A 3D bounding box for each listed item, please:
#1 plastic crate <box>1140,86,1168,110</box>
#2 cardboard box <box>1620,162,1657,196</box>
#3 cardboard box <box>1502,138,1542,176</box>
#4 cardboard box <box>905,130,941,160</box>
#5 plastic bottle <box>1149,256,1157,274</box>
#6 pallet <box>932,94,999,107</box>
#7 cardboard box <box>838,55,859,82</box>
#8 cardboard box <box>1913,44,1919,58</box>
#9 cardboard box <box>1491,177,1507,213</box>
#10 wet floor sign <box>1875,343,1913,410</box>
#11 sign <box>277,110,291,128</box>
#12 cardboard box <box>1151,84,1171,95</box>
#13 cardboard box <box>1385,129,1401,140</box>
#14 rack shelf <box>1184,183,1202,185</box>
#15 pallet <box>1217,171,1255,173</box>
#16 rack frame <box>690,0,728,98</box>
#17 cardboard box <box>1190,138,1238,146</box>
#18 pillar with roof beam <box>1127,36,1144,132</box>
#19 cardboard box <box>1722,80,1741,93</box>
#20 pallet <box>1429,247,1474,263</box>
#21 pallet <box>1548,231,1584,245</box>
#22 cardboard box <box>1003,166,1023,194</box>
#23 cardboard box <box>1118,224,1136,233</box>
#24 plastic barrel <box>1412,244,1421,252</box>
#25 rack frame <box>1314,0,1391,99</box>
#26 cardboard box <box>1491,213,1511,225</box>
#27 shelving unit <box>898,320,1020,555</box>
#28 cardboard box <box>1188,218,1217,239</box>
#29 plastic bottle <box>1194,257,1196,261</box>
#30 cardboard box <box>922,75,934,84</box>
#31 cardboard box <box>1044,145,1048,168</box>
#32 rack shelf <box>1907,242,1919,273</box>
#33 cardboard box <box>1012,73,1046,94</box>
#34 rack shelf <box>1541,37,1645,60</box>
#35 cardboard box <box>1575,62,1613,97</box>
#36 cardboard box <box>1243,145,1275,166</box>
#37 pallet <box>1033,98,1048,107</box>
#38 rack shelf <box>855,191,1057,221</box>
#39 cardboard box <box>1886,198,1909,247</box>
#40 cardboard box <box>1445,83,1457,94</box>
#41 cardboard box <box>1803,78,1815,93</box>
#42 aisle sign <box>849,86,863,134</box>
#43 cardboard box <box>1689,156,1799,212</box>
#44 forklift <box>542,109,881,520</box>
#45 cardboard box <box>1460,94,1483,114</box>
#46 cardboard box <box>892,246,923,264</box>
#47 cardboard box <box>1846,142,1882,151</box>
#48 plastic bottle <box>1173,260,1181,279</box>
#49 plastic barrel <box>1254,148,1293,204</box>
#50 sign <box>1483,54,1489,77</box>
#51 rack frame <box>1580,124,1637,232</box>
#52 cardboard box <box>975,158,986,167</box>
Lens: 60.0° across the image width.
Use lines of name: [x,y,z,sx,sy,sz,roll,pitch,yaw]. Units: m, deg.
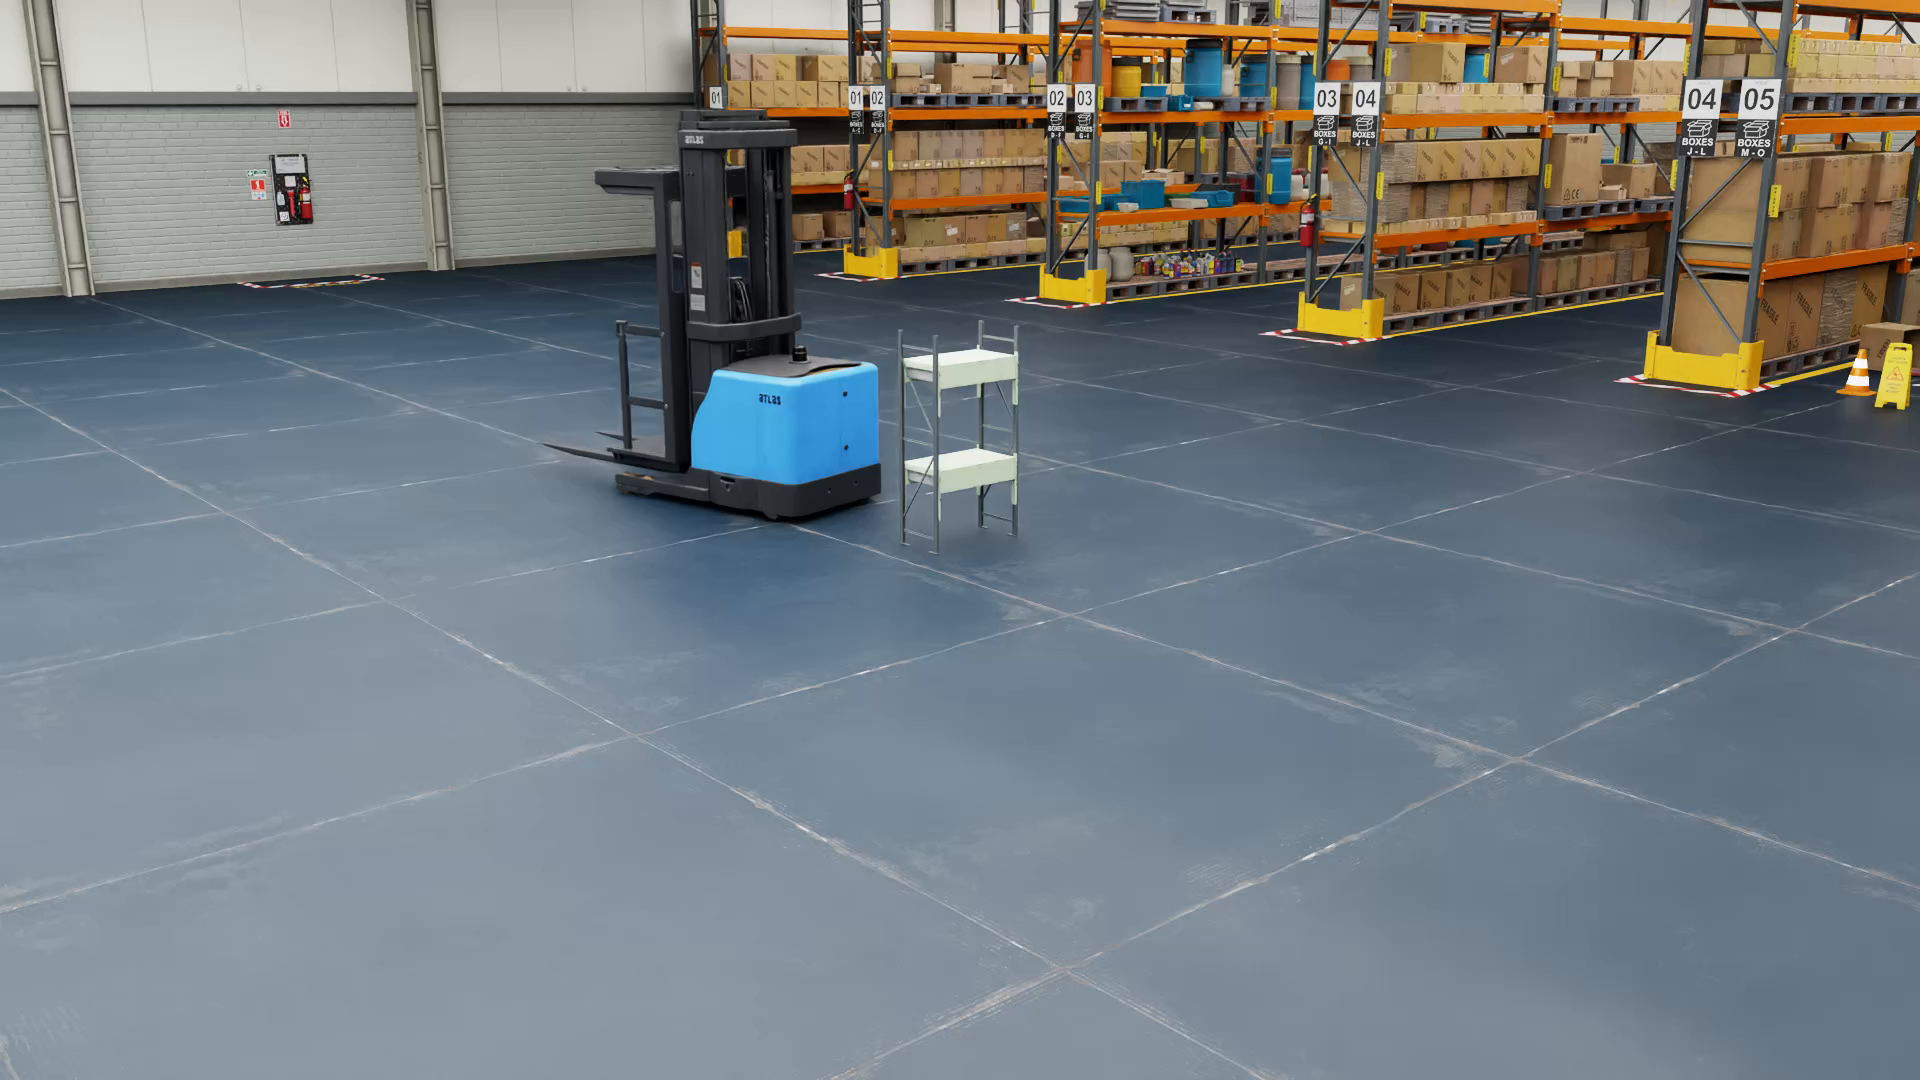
plastic crate: [2.943,-6.956,26.198,0.575,0.384,0.392,-13,19,-39]
cardboard box: [10.607,-5.676,26.180,0.500,0.500,0.500,13,20,40]
cardboard box: [7.812,-5.392,23.415,0.500,0.500,0.500,-13,19,-39]
cardboard box: [-0.753,-6.949,29.244,0.500,0.500,0.700,-13,20,-41]
plastic bottle: [3.112,-4.487,27.161,0.135,0.276,0.152,-13,20,-41]
pallet: [-0.076,-7.827,29.599,1.213,0.211,1.003,-13,19,-39]
cardboard box: [-2.393,-9.497,33.508,0.500,0.500,0.500,-11,19,-36]
cardboard box: [10.893,-5.661,19.253,0.250,0.149,0.380,-13,20,-40]
cardboard box: [7.190,-4.896,23.498,0.500,0.500,0.875,-13,19,-39]
wet floor sign: [9.411,-1.658,16.708,0.267,0.644,0.232,12,19,37]
sign: [-11.328,-7.059,27.873,0.199,0.298,0.001,-13,19,-39]
cardboard box: [3.799,-8.853,32.744,0.500,0.250,0.500,-12,19,-38]
cardboard box: [9.599,-9.036,37.636,0.500,0.500,0.500,-12,19,-38]
rack shelf: [5.997,-7.445,35.202,4.000,0.370,1.077,-13,19,-39]
pallet: [5.952,-7.691,35.102,1.213,0.211,1.003,-13,19,-39]
rack frame: [-4.801,-9.960,31.601,0.127,3.000,1.000,-13,19,-39]
cardboard box: [6.349,-9.703,41.683,0.700,0.700,0.980,-13,20,-40]
pillar with roof beam: [7.037,-11.442,37.148,0.400,9.000,9.100,-13,19,-39]
cardboard box: [8.161,-4.887,17.902,0.250,0.149,0.380,-13,20,-39]
pallet: [9.224,-5.488,31.888,1.213,0.211,1.003,-13,19,-39]
pallet: [13.124,-6.364,35.167,1.213,0.211,1.003,-13,19,-39]
cardboard box: [0.746,-6.657,30.666,0.500,0.500,0.700,-13,20,-40]
cardboard box: [3.105,-6.203,32.589,0.500,0.311,0.500,-12,19,-38]
plastic barrel: [8.462,-5.688,31.241,0.421,0.512,0.421,0,15,0]
rack frame: [4.953,-7.067,20.770,0.127,3.000,1.000,-13,19,-39]
cardboard box: [7.463,-4.496,23.257,0.250,0.149,0.380,-13,19,-39]
shelving unit: [-0.005,-0.723,11.552,0.755,1.500,0.431,-13,19,-39]
cardboard box: [5.019,-6.480,34.187,0.500,0.500,0.500,-12,19,-37]
plastic bottle: [3.839,-4.452,27.017,0.133,0.283,0.061,-13,19,-39]
cardboard box: [-0.432,-8.115,29.594,0.500,0.311,0.500,-10,18,-33]
cardboard box: [1.768,-8.651,37.516,0.500,0.500,0.500,-12,19,-38]
rack shelf: [12.659,-3.855,21.764,4.000,0.370,1.077,-13,19,-39]
cardboard box: [1.555,-10.219,37.335,0.700,0.500,0.500,14,21,43]
rack shelf: [12.263,-9.862,33.404,4.000,0.370,1.077,-13,19,-39]
cardboard box: [9.101,-6.769,24.451,0.637,0.503,0.797,-12,19,-37]
cardboard box: [6.213,-8.071,35.145,0.700,0.500,0.500,10,18,33]
pallet: [1.684,-9.894,37.533,1.003,0.211,1.213,-12,19,-37]
rack shelf: [-0.038,-6.089,30.128,4.000,0.370,1.077,-13,19,-39]
cardboard box: [10.880,-3.871,20.140,0.550,0.550,0.875,-13,19,-39]
cardboard box: [6.316,-5.954,21.932,0.250,0.149,0.380,-14,20,-42]
cardboard box: [8.794,-4.804,17.590,0.250,0.149,0.380,-12,19,-39]
aisle sign: [-1.789,-7.400,28.604,0.004,0.787,0.394,-13,19,-39]
cardboard box: [8.438,-3.836,17.914,0.550,0.550,0.875,-13,19,-39]
forklift: [-2.092,-1.845,12.978,3.031,2.935,1.130,11,18,35]
cardboard box: [6.637,-5.838,22.271,0.500,0.250,0.500,-12,19,-38]
cardboard box: [-0.996,-5.020,29.246,0.500,0.250,0.500,-13,19,-39]
cardboard box: [16.828,-7.179,31.076,0.500,0.500,0.500,-12,19,-39]
plastic bottle: [3.457,-4.315,26.501,0.133,0.283,0.061,-12,19,-38]
plastic barrel: [5.210,-6.059,27.651,0.708,0.901,0.600,-13,19,-39]
sign: [7.604,-6.843,23.979,0.005,0.325,0.100,-13,19,-39]
rack frame: [13.772,-7.844,35.302,0.127,3.000,1.000,-13,19,-39]
cardboard box: [0.249,-6.789,29.904,0.250,0.149,0.380,-12,19,-38]
